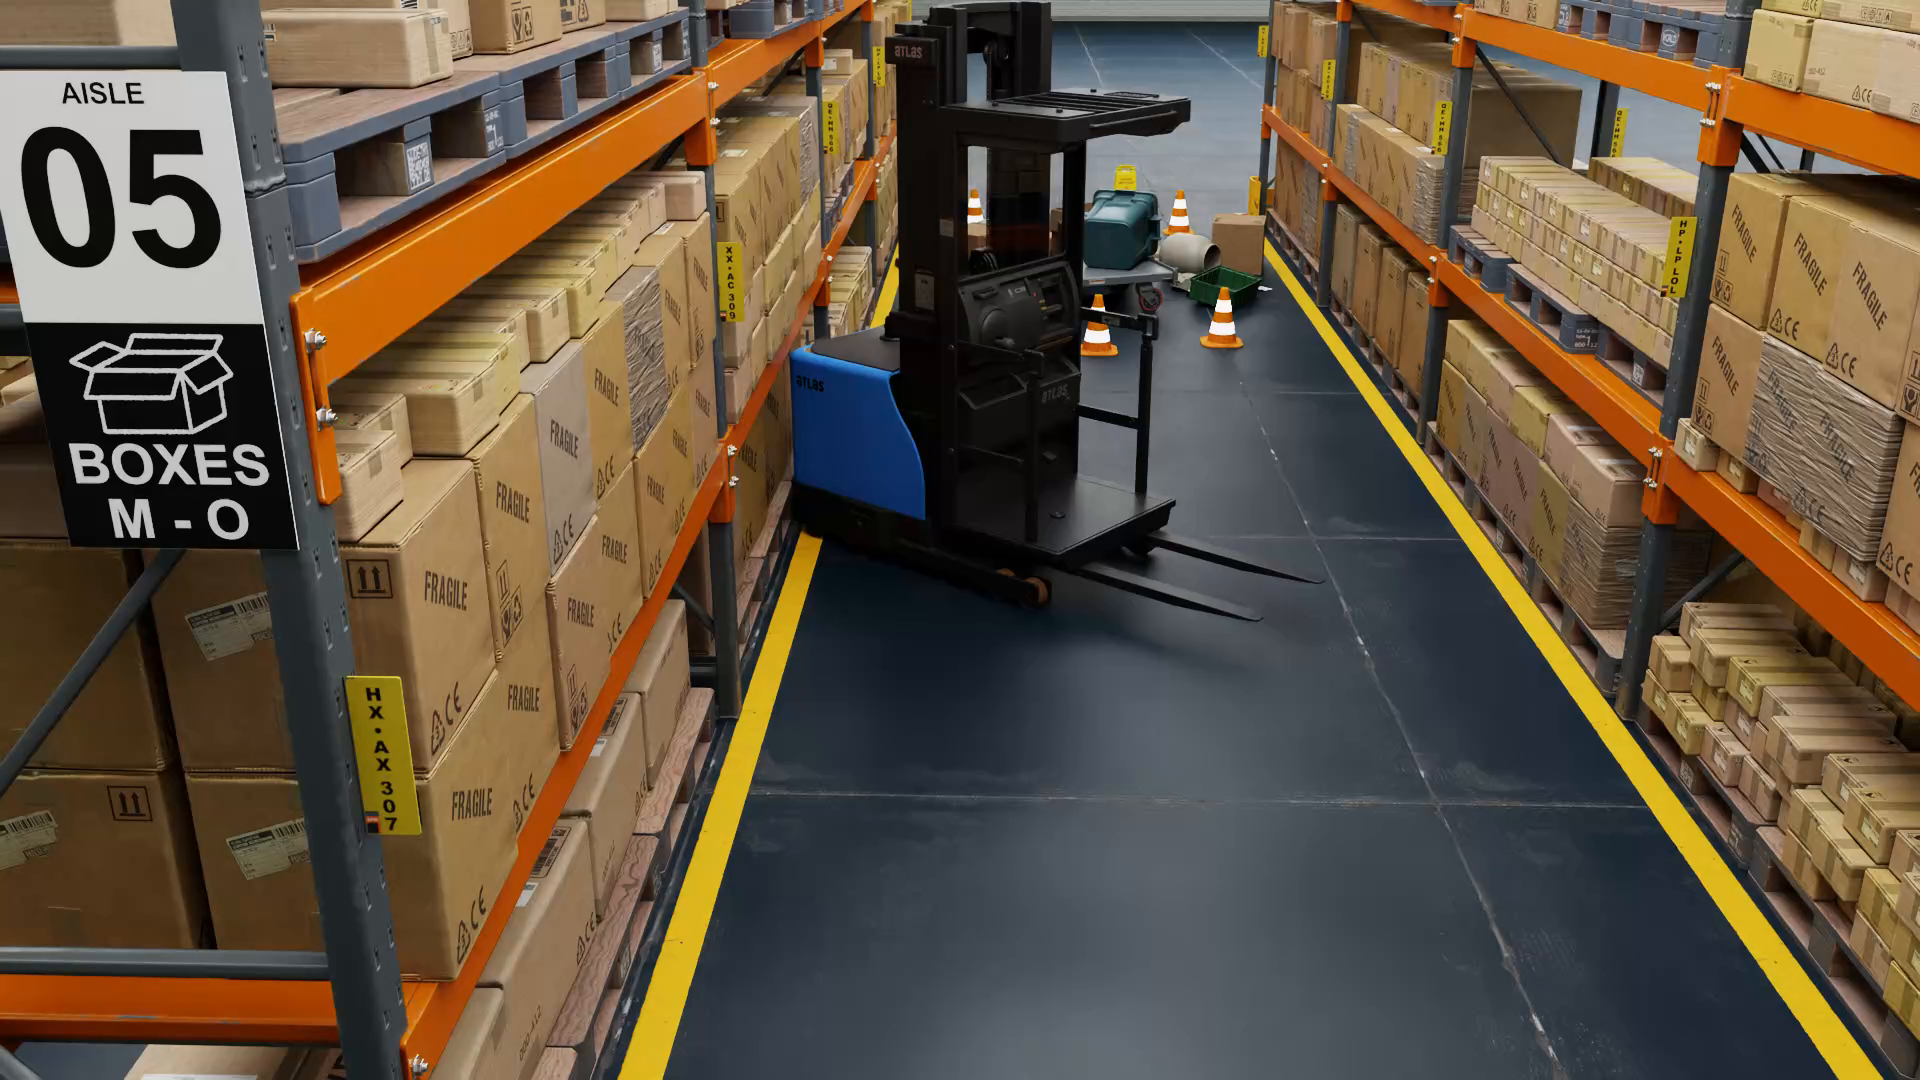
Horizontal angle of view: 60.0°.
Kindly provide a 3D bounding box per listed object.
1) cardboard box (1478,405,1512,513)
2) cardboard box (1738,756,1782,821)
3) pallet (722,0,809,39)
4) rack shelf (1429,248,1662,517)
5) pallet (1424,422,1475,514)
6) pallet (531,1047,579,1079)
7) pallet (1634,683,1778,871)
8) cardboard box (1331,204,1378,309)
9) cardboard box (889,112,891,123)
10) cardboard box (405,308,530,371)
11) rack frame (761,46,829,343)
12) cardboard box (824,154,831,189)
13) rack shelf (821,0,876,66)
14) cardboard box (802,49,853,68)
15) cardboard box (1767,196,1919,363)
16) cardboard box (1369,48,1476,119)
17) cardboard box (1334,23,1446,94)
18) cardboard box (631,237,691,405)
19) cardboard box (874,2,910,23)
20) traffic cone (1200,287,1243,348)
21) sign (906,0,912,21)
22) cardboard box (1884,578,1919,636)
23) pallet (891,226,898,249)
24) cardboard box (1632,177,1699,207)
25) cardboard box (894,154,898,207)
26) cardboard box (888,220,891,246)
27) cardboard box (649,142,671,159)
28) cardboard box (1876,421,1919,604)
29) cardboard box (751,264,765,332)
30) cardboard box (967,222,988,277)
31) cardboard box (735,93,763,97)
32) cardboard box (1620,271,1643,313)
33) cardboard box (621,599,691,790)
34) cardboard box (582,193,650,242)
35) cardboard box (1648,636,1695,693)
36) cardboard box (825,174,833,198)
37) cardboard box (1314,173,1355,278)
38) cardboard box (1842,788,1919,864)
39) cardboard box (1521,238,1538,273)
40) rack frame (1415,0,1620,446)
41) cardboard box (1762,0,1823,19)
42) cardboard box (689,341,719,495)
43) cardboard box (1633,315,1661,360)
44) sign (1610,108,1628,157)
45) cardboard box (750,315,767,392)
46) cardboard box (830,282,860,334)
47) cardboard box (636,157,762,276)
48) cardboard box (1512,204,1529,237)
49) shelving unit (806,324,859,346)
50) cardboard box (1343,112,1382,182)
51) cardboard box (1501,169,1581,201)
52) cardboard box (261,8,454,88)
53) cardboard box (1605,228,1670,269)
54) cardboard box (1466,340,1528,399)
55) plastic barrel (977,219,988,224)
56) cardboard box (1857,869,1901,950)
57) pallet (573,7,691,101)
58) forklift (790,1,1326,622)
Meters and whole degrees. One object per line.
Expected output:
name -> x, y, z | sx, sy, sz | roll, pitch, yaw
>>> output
cardboard box -> 3.284, -0.454, 9.429 | 0.500, 0.500, 0.500 | 0, 21, 0
cardboard box -> 3.207, 0.942, 6.314 | 0.380, 0.149, 0.250 | 0, 21, 1
pallet -> -1.366, -2.735, 8.545 | 1.003, 0.211, 1.213 | 2, 21, 4
rack shelf -> 3.522, -0.986, 8.918 | 1.077, 0.370, 4.000 | 1, 21, 2
pallet -> 3.558, -0.462, 10.428 | 1.003, 0.211, 1.213 | 1, 21, 2
pallet -> -1.665, 1.840, 4.494 | 1.003, 0.211, 1.213 | 1, 21, 2
pallet -> 3.476, 0.945, 6.801 | 1.003, 0.211, 1.213 | 1, 21, 2
cardboard box -> 3.776, -2.412, 14.129 | 1.050, 0.750, 0.750 | 1, 21, 1
cardboard box -> -0.891, -4.237, 16.649 | 0.380, 0.149, 0.250 | 0, 21, 1
cardboard box -> -1.319, -0.489, 4.227 | 0.380, 0.149, 0.250 | 1, 21, 2
rack frame -> -1.368, -2.062, 10.697 | 1.000, 3.000, 0.127 | 1, 21, 2
cardboard box -> -1.123, -2.604, 10.962 | 0.500, 0.500, 0.500 | 0, 21, 0
rack shelf -> -1.307, -3.849, 12.149 | 1.077, 0.370, 4.000 | 1, 21, 2
cardboard box -> -1.043, -3.773, 13.081 | 0.380, 0.149, 0.250 | 0, 21, 0
cardboard box -> 3.203, -0.902, 5.774 | 0.500, 0.500, 0.500 | 0, 21, 0
cardboard box -> 3.682, -3.638, 13.238 | 0.700, 0.500, 0.500 | 0, 21, 1
cardboard box -> 3.750, -4.197, 14.499 | 0.875, 0.550, 0.550 | 1, 21, 2
cardboard box -> -1.252, -0.772, 5.851 | 0.500, 0.500, 0.500 | 0, 21, 1
cardboard box -> -0.858, -5.051, 16.468 | 0.700, 0.500, 0.500 | 0, 21, 1
traffic cone -> 2.154, -1.840, 13.631 | 0.336, 0.463, 0.334 | 1, 21, 2
sign -> -0.571, -5.629, 17.851 | 0.100, 0.325, 0.005 | 1, 21, 2
cardboard box -> 3.172, 0.192, 5.235 | 0.380, 0.149, 0.250 | 1, 21, 4
pallet -> -1.187, -3.334, 17.830 | 1.003, 0.211, 1.213 | 1, 21, 2
cardboard box -> 4.004, -1.936, 9.316 | 0.380, 0.149, 0.250 | 1, 21, 3
cardboard box -> -0.901, -3.737, 17.198 | 0.500, 0.500, 0.500 | 1, 21, 4
cardboard box -> -0.940, -3.018, 16.381 | 0.500, 0.250, 0.500 | 0, 21, 1
cardboard box -> -1.684, -1.663, 8.149 | 0.500, 0.500, 0.500 | 1, 21, 3
cardboard box -> 3.148, -0.052, 4.968 | 0.500, 0.500, 0.500 | 2, 21, 4
cardboard box -> -1.207, -1.124, 7.795 | 0.500, 0.250, 0.500 | 1, 21, 2
cardboard box -> 0.146, -2.717, 15.836 | 0.500, 0.500, 0.500 | 18, 27, 38
cardboard box -> -1.627, -2.798, 11.463 | 0.500, 0.500, 0.500 | 0, 21, 1
cardboard box -> 3.293, -1.146, 7.693 | 0.380, 0.149, 0.250 | 2, 21, 4
cardboard box -> -1.616, 0.608, 6.776 | 0.875, 0.438, 0.875 | 0, 21, 1
cardboard box -> -1.315, -1.132, 5.883 | 0.380, 0.149, 0.250 | 1, 21, 2
cardboard box -> 3.130, 0.524, 6.981 | 0.380, 0.149, 0.250 | 2, 21, 4
cardboard box -> -1.076, -2.457, 11.481 | 0.380, 0.149, 0.250 | -1, 21, -2
cardboard box -> 3.794, -2.923, 15.271 | 0.875, 0.875, 0.875 | 1, 21, 2
cardboard box -> 3.170, 0.945, 5.485 | 0.380, 0.149, 0.250 | 1, 21, 2
cardboard box -> 3.339, -1.575, 9.208 | 0.380, 0.149, 0.250 | 1, 21, 3
rack frame -> 3.583, -2.044, 10.651 | 1.000, 3.000, 0.127 | 1, 21, 2
cardboard box -> 3.207, -1.988, 5.876 | 0.500, 0.250, 0.500 | 1, 21, 3
cardboard box -> -1.248, -0.492, 6.513 | 0.500, 0.500, 0.500 | 1, 21, 2
cardboard box -> 3.283, -0.917, 7.511 | 0.380, 0.149, 0.250 | 1, 21, 2
sign -> 4.126, -2.545, 10.450 | 0.100, 0.325, 0.005 | 1, 21, 2
cardboard box -> -1.198, -0.889, 7.882 | 0.500, 0.250, 0.500 | 0, 21, 0
cardboard box -> -1.298, -1.778, 13.017 | 0.950, 0.372, 0.625 | 1, 21, 3
cardboard box -> -1.201, -1.469, 7.648 | 0.500, 0.500, 0.500 | 1, 21, 1
cardboard box -> 3.349, -1.803, 9.386 | 0.380, 0.149, 0.250 | 1, 21, 2
shelving unit -> -0.749, -0.745, 9.998 | 0.252, 1.050, 0.215 | 17, 27, 37
cardboard box -> 3.405, -3.168, 13.408 | 0.500, 0.500, 0.500 | 1, 21, 2
cardboard box -> 3.358, -2.050, 9.609 | 0.380, 0.149, 0.250 | 1, 21, 1
cardboard box -> -1.348, -1.084, 3.659 | 0.380, 0.149, 0.250 | 1, 21, 4
cardboard box -> 3.303, -1.387, 7.901 | 0.380, 0.149, 0.250 | 1, 21, 1
cardboard box -> 3.304, -0.994, 9.784 | 0.500, 0.250, 0.500 | 0, 21, 1
plastic barrel -> 0.326, -2.990, 16.651 | 0.512, 0.421, 0.421 | 18, 27, 38
cardboard box -> 3.114, 1.181, 5.288 | 0.380, 0.149, 0.250 | 2, 21, 4
pallet -> -1.525, -1.677, 5.681 | 1.003, 0.211, 1.213 | 1, 21, 2
forklift -> 0.480, -1.220, 8.621 | 3.031, 2.935, 1.130 | 17, 27, 37
